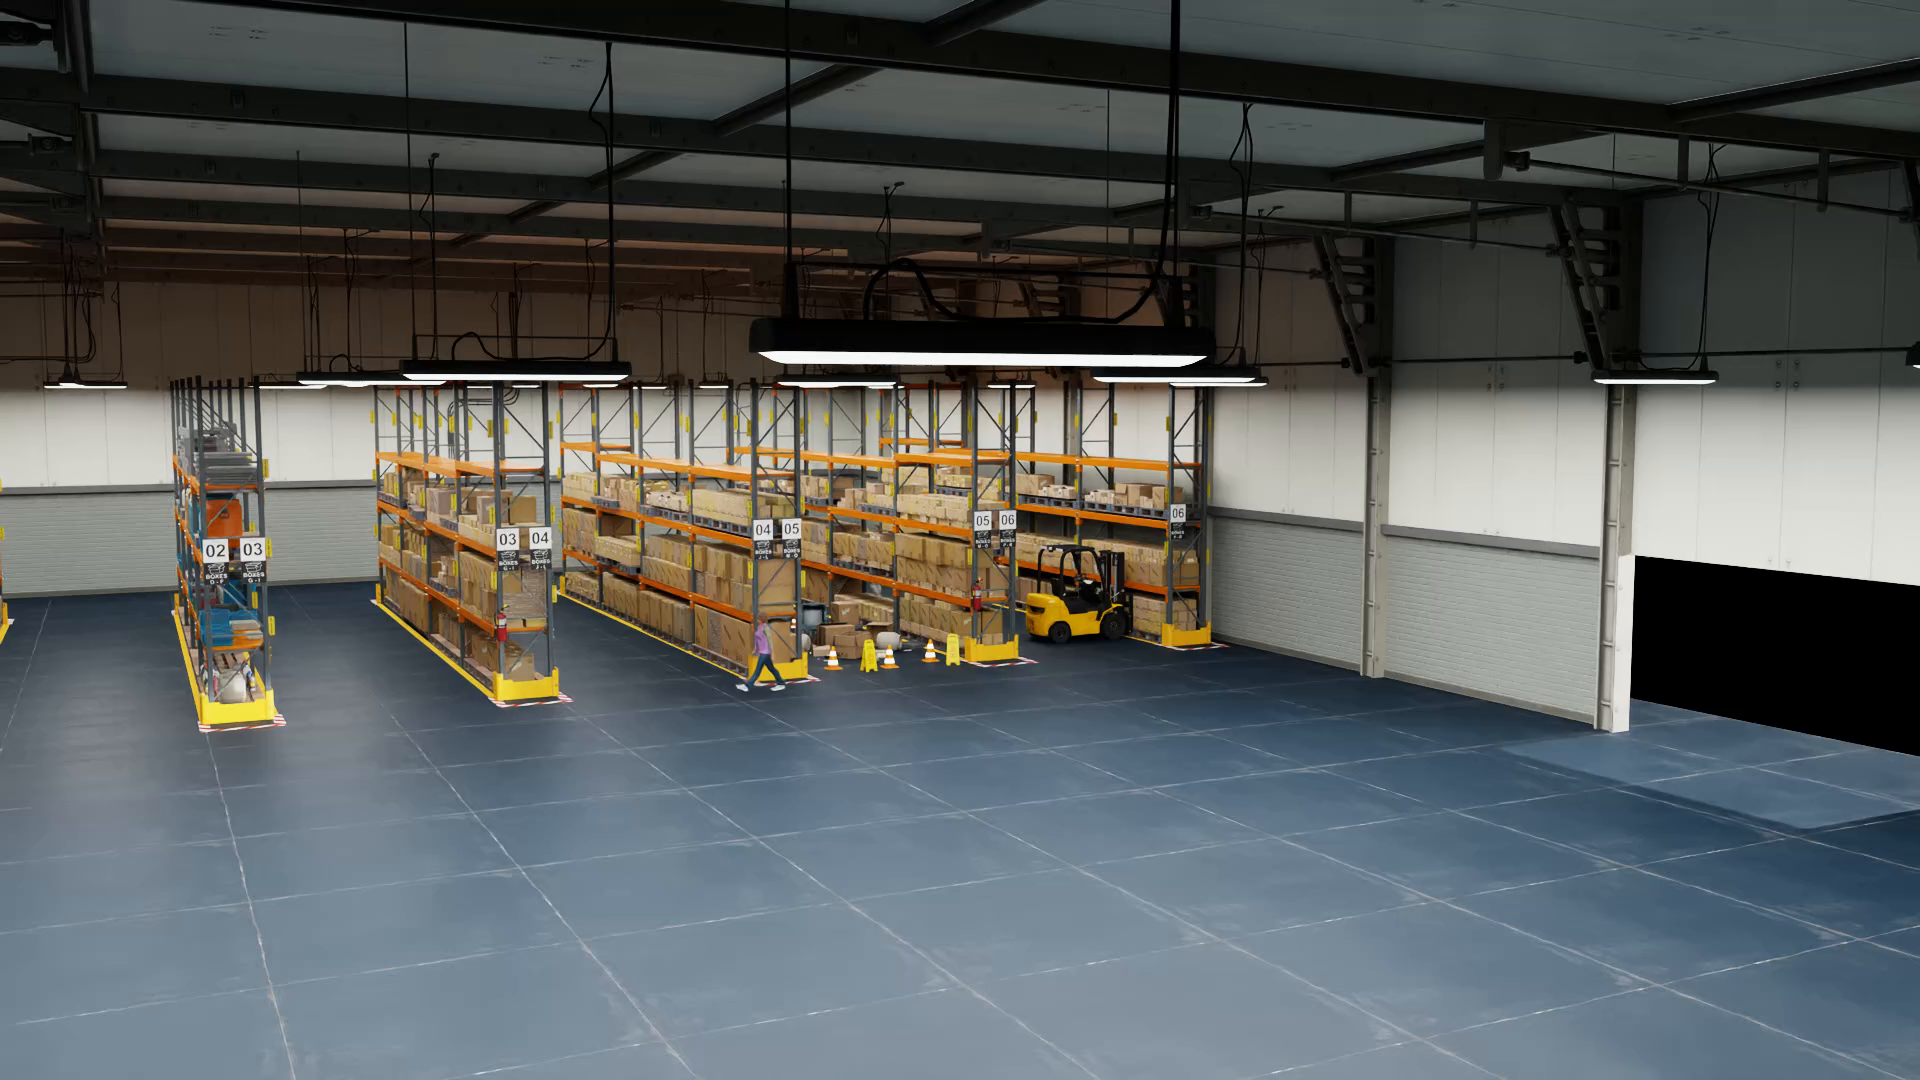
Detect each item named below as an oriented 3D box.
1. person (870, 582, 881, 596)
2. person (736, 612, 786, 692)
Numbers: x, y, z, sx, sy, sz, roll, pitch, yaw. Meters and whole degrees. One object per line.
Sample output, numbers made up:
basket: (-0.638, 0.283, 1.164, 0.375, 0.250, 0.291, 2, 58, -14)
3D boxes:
person: (-2.231, 0.878, 45.316, 0.542, 1.648, 0.625, -2, 6, -25)
person: (-3.807, 2.129, 31.635, 1.006, 1.533, 0.435, -2, 5, -17)
